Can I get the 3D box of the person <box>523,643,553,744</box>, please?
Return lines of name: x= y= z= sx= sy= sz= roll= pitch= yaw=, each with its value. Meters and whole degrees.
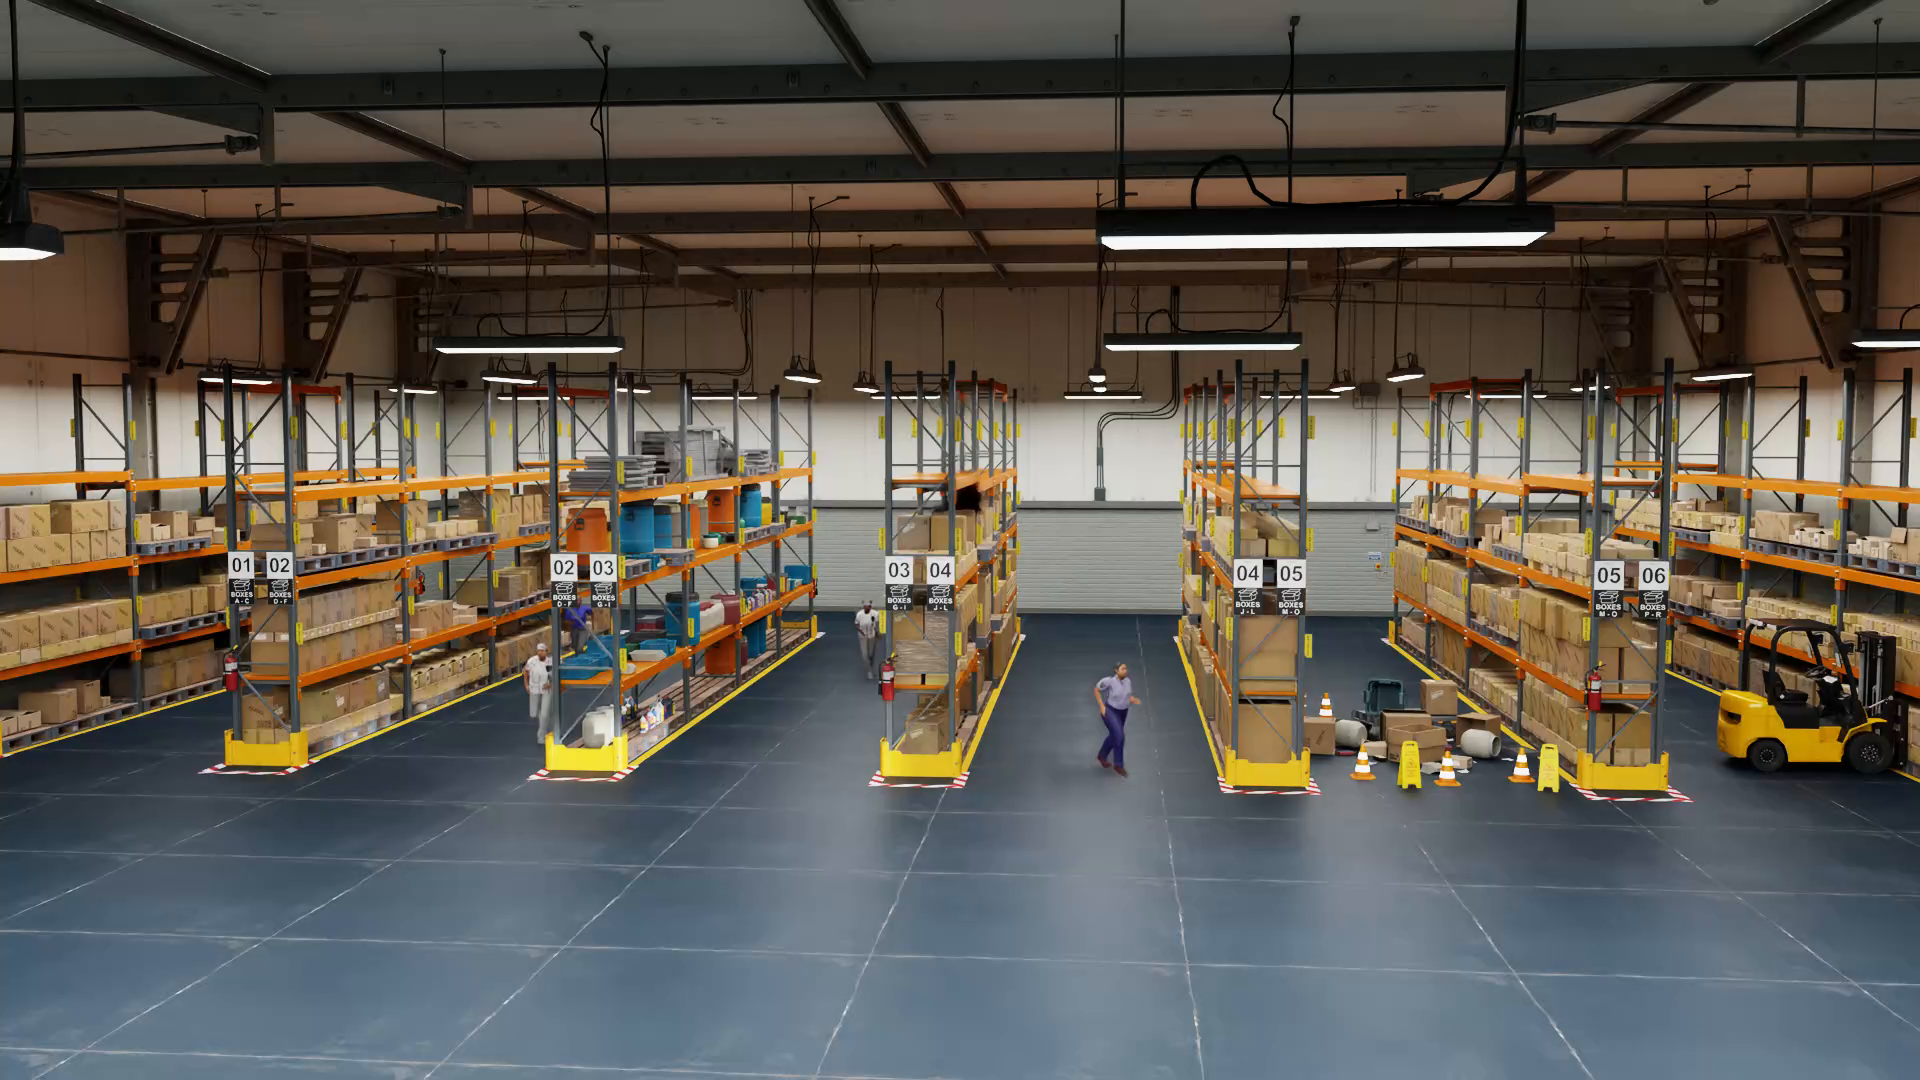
person: x=-6.722 y=2.459 z=26.767 sx=0.642 sy=1.627 sz=0.655 roll=0 pitch=4 yaw=1

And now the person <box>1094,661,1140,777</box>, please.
person: x=2.275 y=2.606 z=24.338 sx=0.539 sy=1.707 sz=0.857 roll=-3 pitch=5 yaw=-42

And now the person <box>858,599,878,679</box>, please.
person: x=-1.868 y=1.983 z=33.744 sx=0.409 sy=1.634 sz=0.650 roll=0 pitch=4 yaw=4

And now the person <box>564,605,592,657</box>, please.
person: x=-7.807 y=2.045 z=34.024 sx=0.551 sy=1.503 sz=0.918 roll=0 pitch=4 yaw=-6
